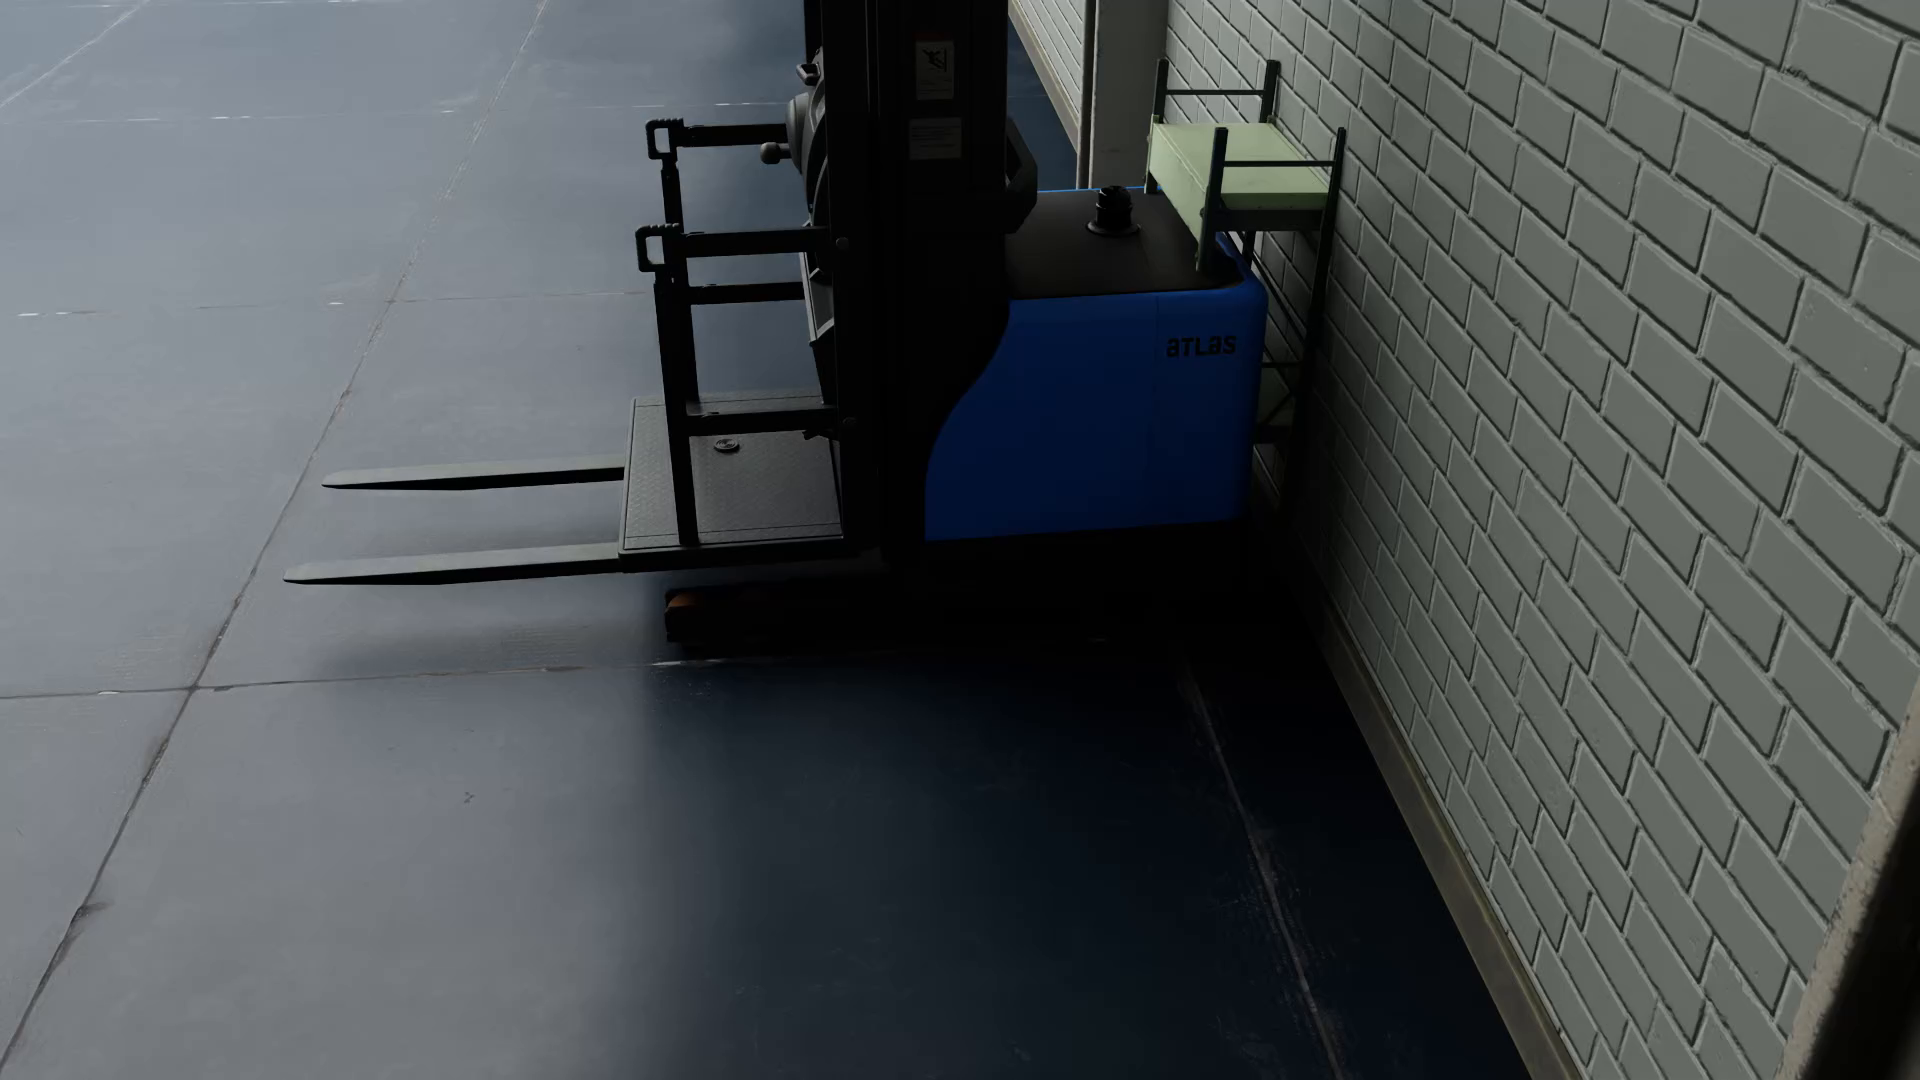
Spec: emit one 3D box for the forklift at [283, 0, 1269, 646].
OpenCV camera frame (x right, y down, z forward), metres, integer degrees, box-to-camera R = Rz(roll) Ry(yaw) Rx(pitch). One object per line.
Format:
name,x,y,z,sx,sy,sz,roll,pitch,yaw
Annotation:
forklift,-0.625,-1.216,4.927,3.031,2.935,1.130,-4,31,-7

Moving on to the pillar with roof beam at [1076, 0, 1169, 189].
pillar with roof beam,-3.570,-4.902,5.181,9.100,9.000,0.400,-3,31,-5

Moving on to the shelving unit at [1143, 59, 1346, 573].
shelving unit,0.855,-0.724,5.464,0.431,1.500,0.755,-2,31,-7

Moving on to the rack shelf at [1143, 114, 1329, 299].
rack shelf,0.870,-1.059,5.264,0.431,0.370,0.720,-2,31,-7

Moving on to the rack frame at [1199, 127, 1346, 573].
rack frame,0.901,-0.537,5.153,0.400,1.500,0.023,-2,31,-7

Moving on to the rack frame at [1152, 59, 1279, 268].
rack frame,0.810,-0.912,5.775,0.400,1.500,0.023,-2,31,-7

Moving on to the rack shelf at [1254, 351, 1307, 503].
rack shelf,0.843,-0.445,5.631,0.431,0.370,0.720,-2,31,-7
